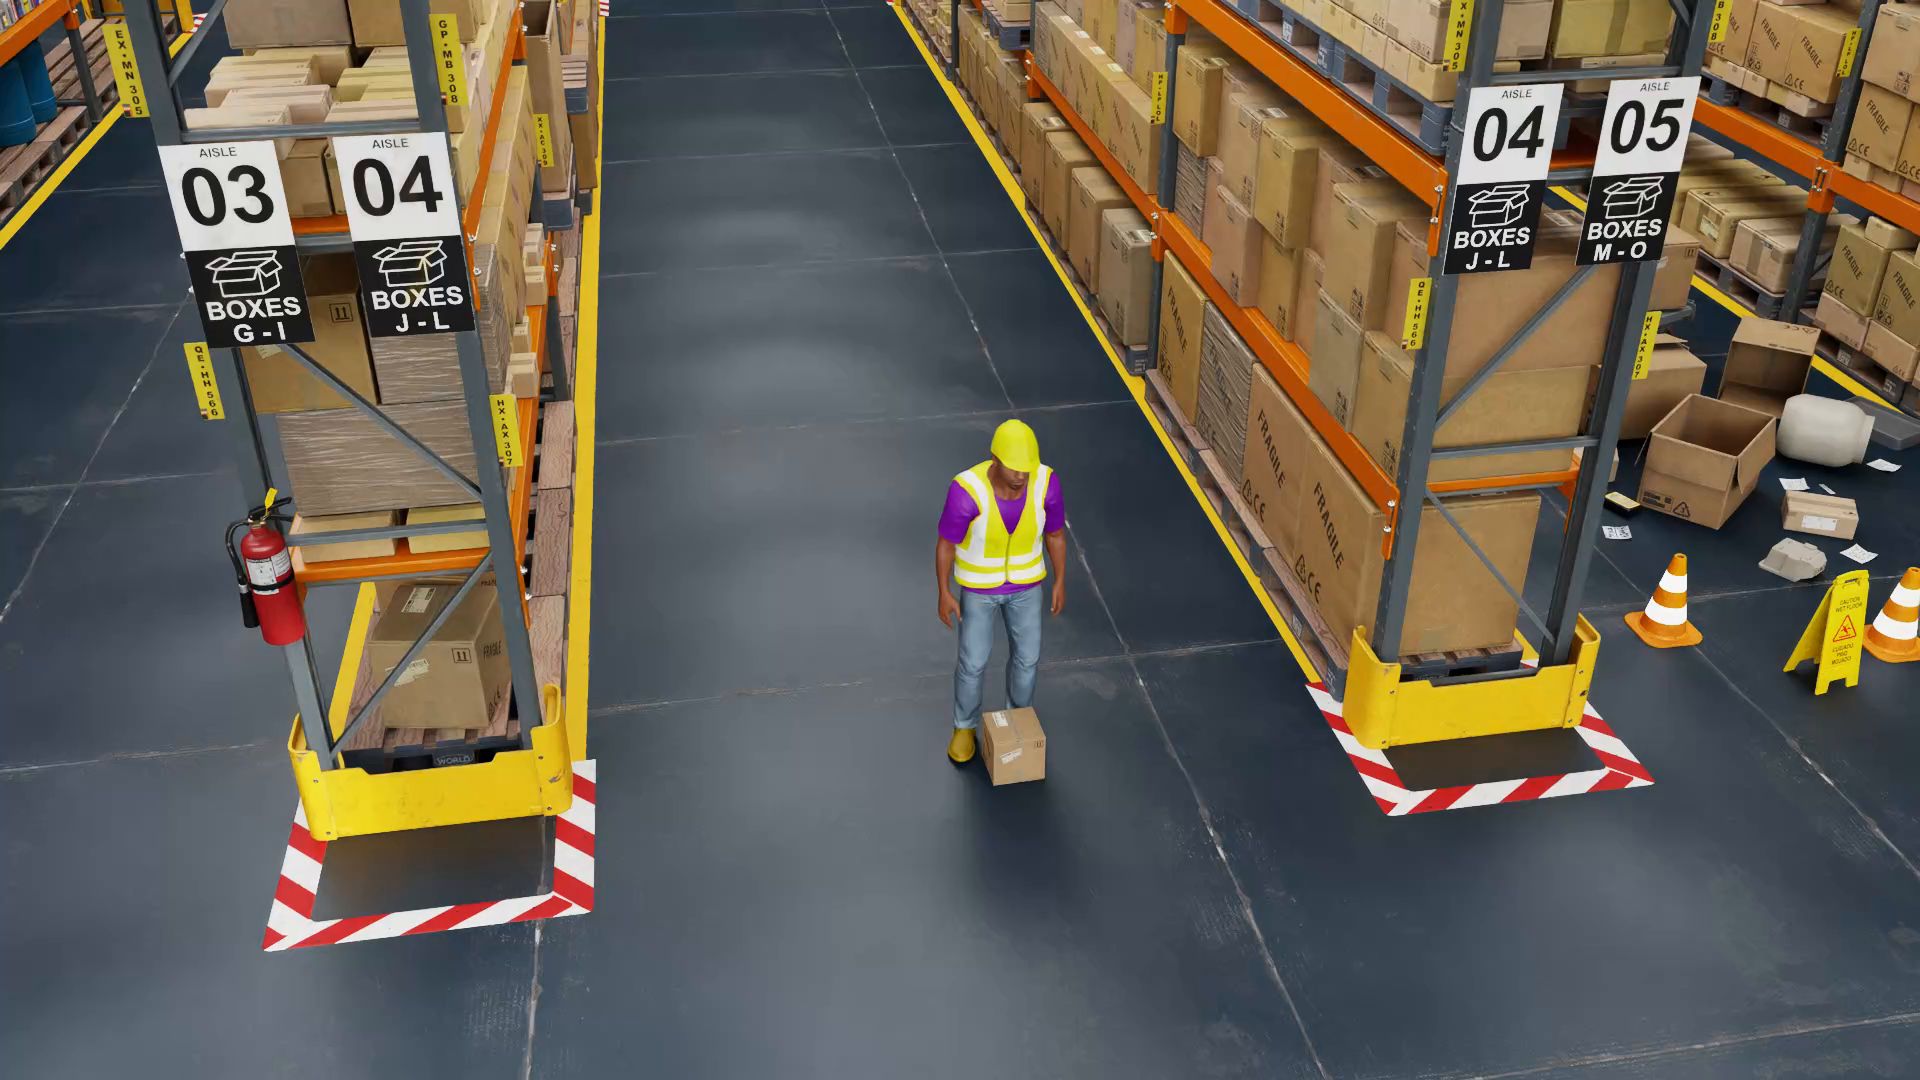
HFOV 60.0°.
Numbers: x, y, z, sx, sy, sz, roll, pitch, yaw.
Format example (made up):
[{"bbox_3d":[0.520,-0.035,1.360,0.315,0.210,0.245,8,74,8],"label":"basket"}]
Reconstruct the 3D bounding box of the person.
[{"bbox_3d":[0.199,0.220,7.746,0.631,1.760,0.462,-7,31,-12],"label":"person"}]
